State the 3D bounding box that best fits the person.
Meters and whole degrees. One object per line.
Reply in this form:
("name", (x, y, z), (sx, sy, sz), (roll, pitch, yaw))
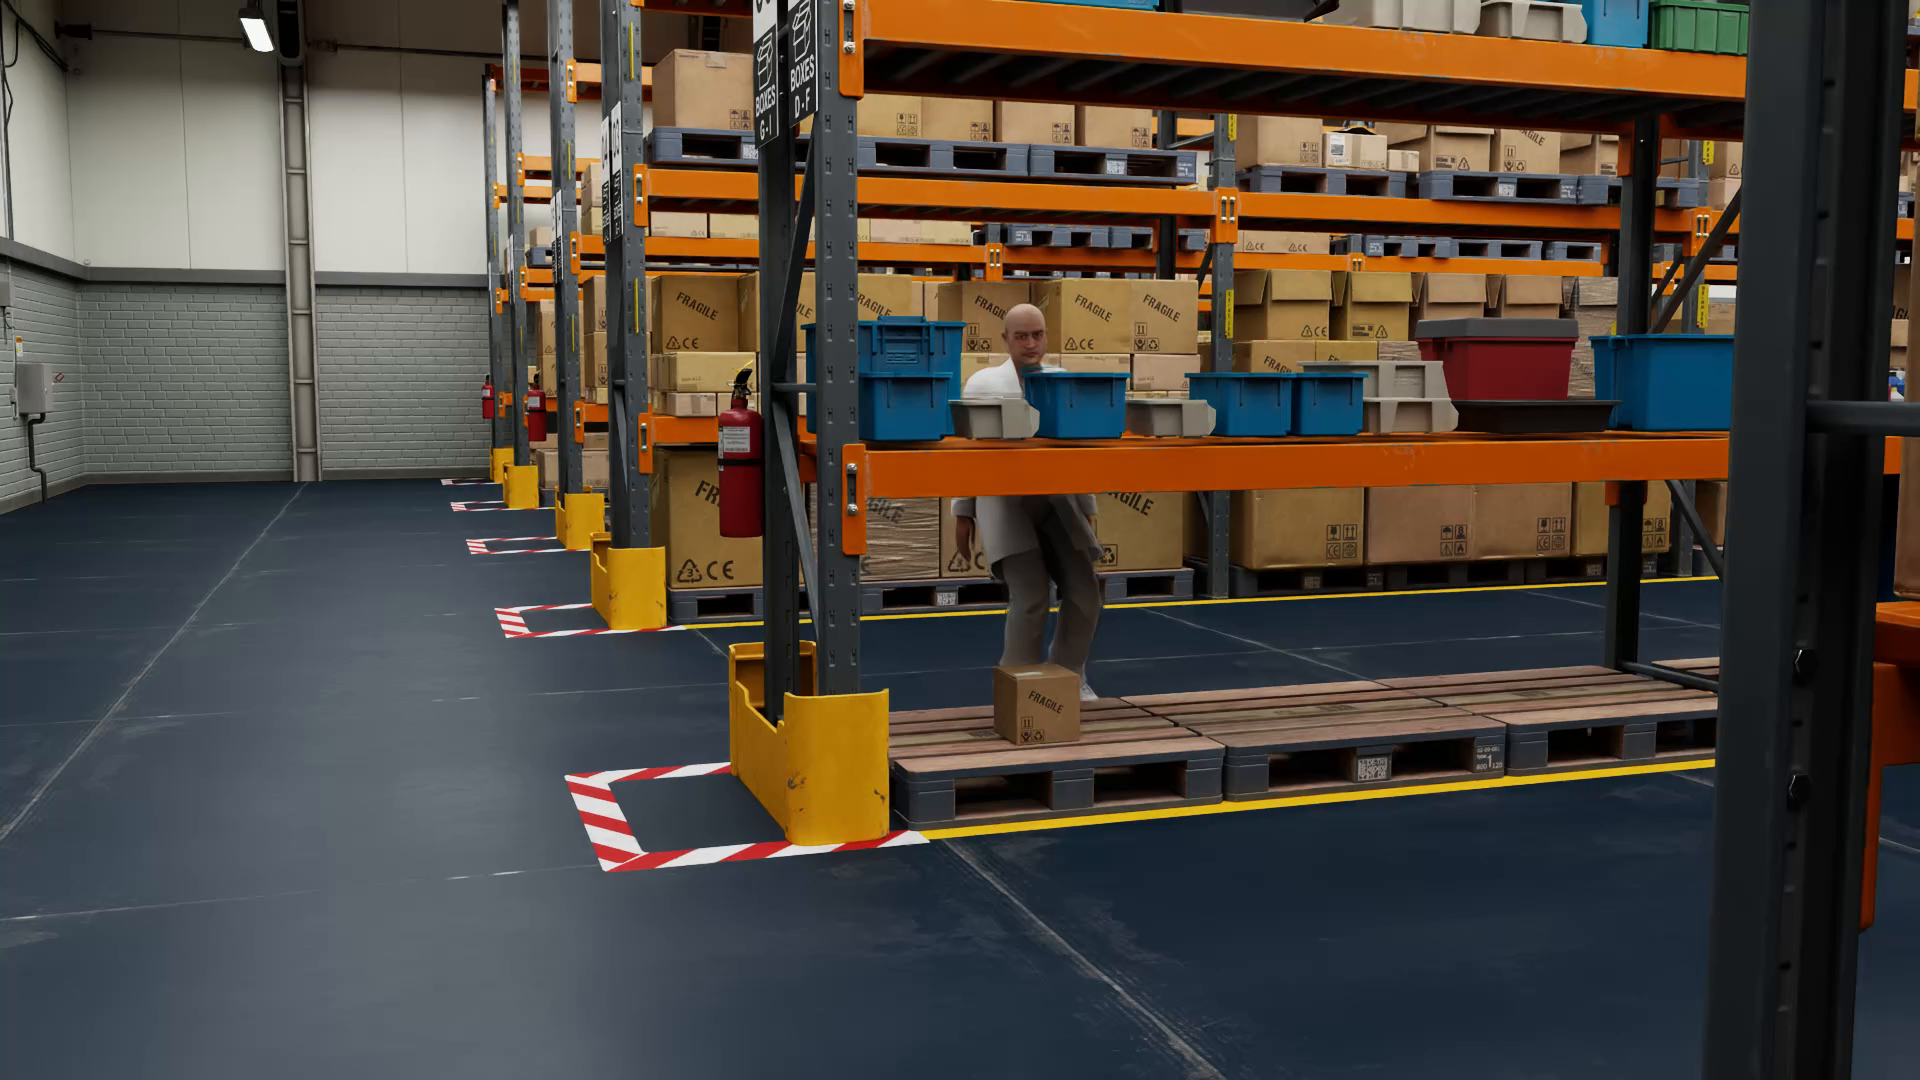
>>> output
("person", (0.297, -0.111, 6.829), (0.618, 1.708, 0.459), (-1, 6, -13))
